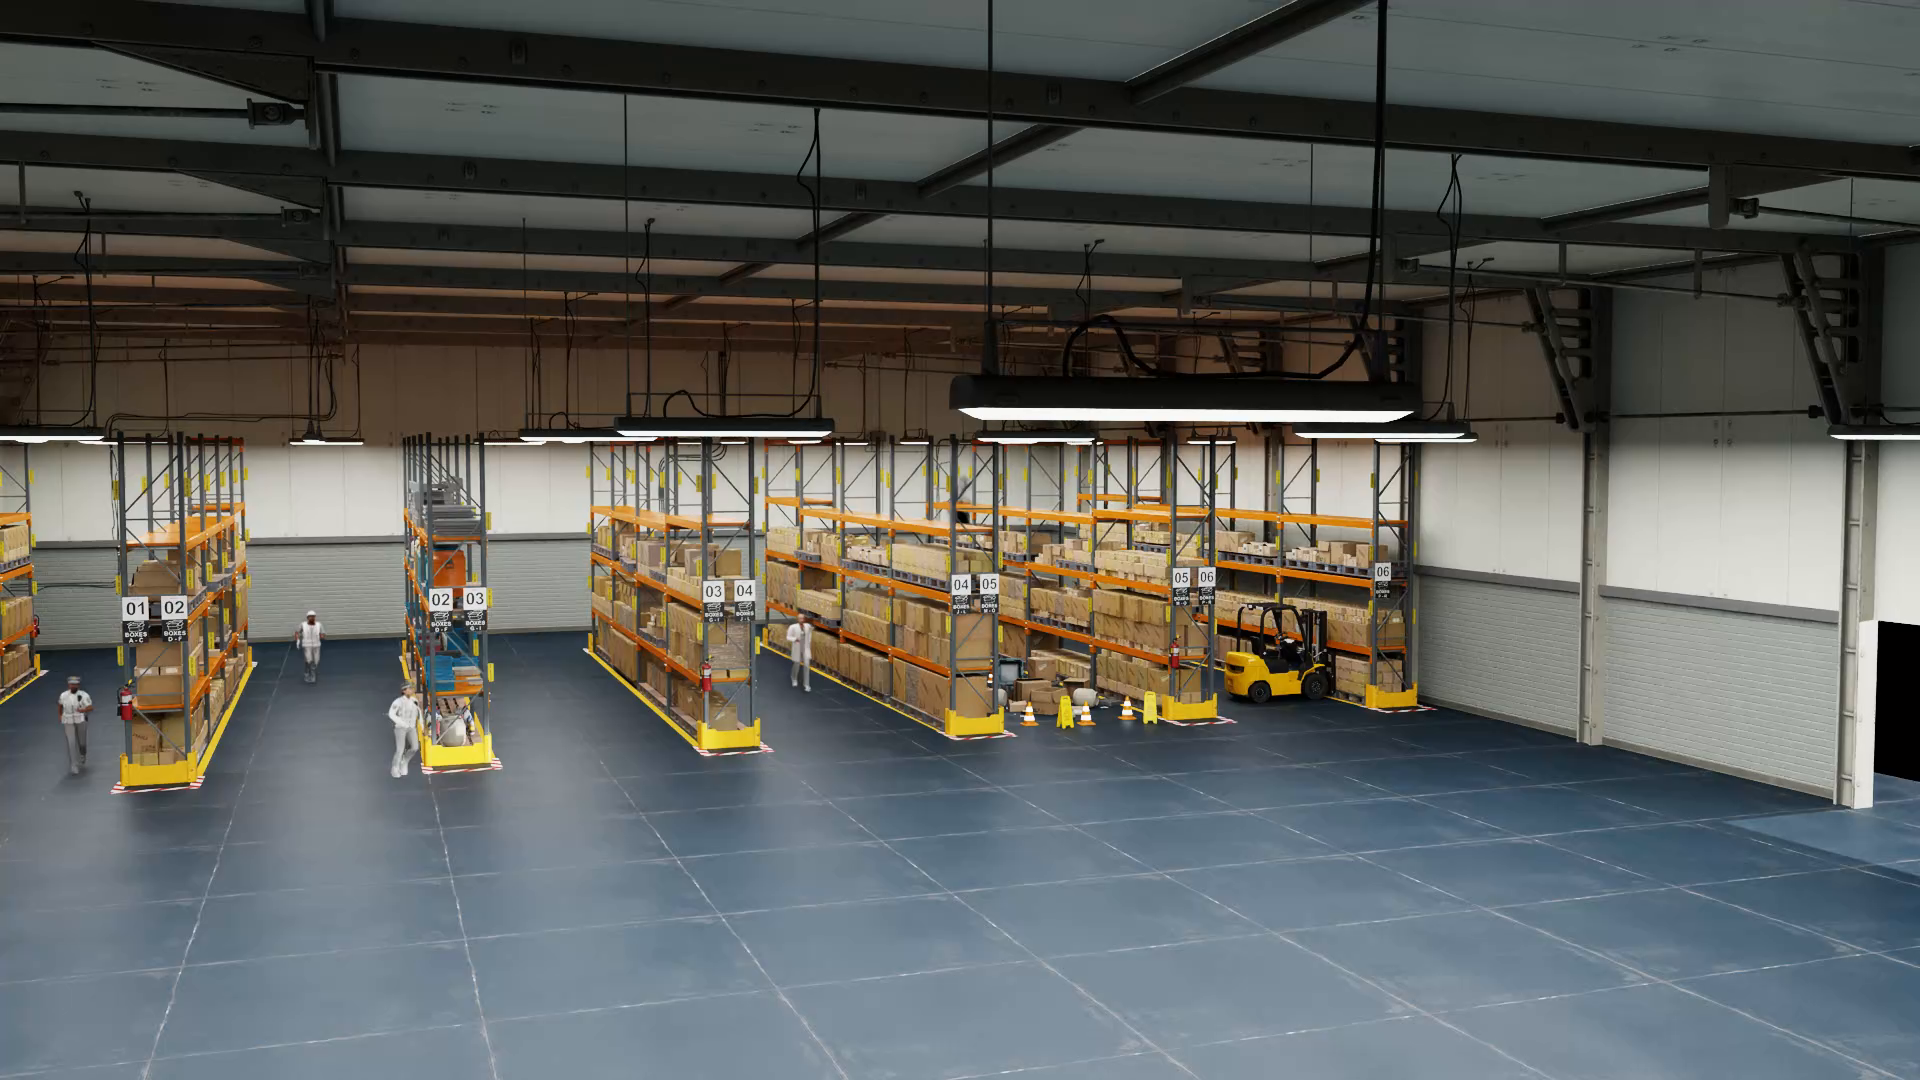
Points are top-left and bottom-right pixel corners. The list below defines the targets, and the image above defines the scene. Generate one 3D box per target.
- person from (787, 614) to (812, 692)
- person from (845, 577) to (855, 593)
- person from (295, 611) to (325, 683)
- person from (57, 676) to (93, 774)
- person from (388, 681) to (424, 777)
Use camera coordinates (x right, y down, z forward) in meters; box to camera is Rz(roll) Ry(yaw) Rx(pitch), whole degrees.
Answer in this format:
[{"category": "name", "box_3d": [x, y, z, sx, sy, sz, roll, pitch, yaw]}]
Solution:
[{"category": "person", "box_3d": [-3.799, 2.636, 39.406, 0.660, 1.802, 1.017, -1, 3, -18]}, {"category": "person", "box_3d": [-3.295, 2.003, 50.494, 0.850, 1.729, 0.653, -1, 3, -12]}, {"category": "person", "box_3d": [-15.719, 2.593, 40.312, 0.661, 1.744, 0.658, -2, 4, -33]}, {"category": "person", "box_3d": [-15.624, 3.229, 29.370, 0.576, 1.678, 0.873, -1, 3, -23]}, {"category": "person", "box_3d": [-9.618, 3.287, 28.976, 0.540, 1.650, 0.688, 3, 4, 42]}]
